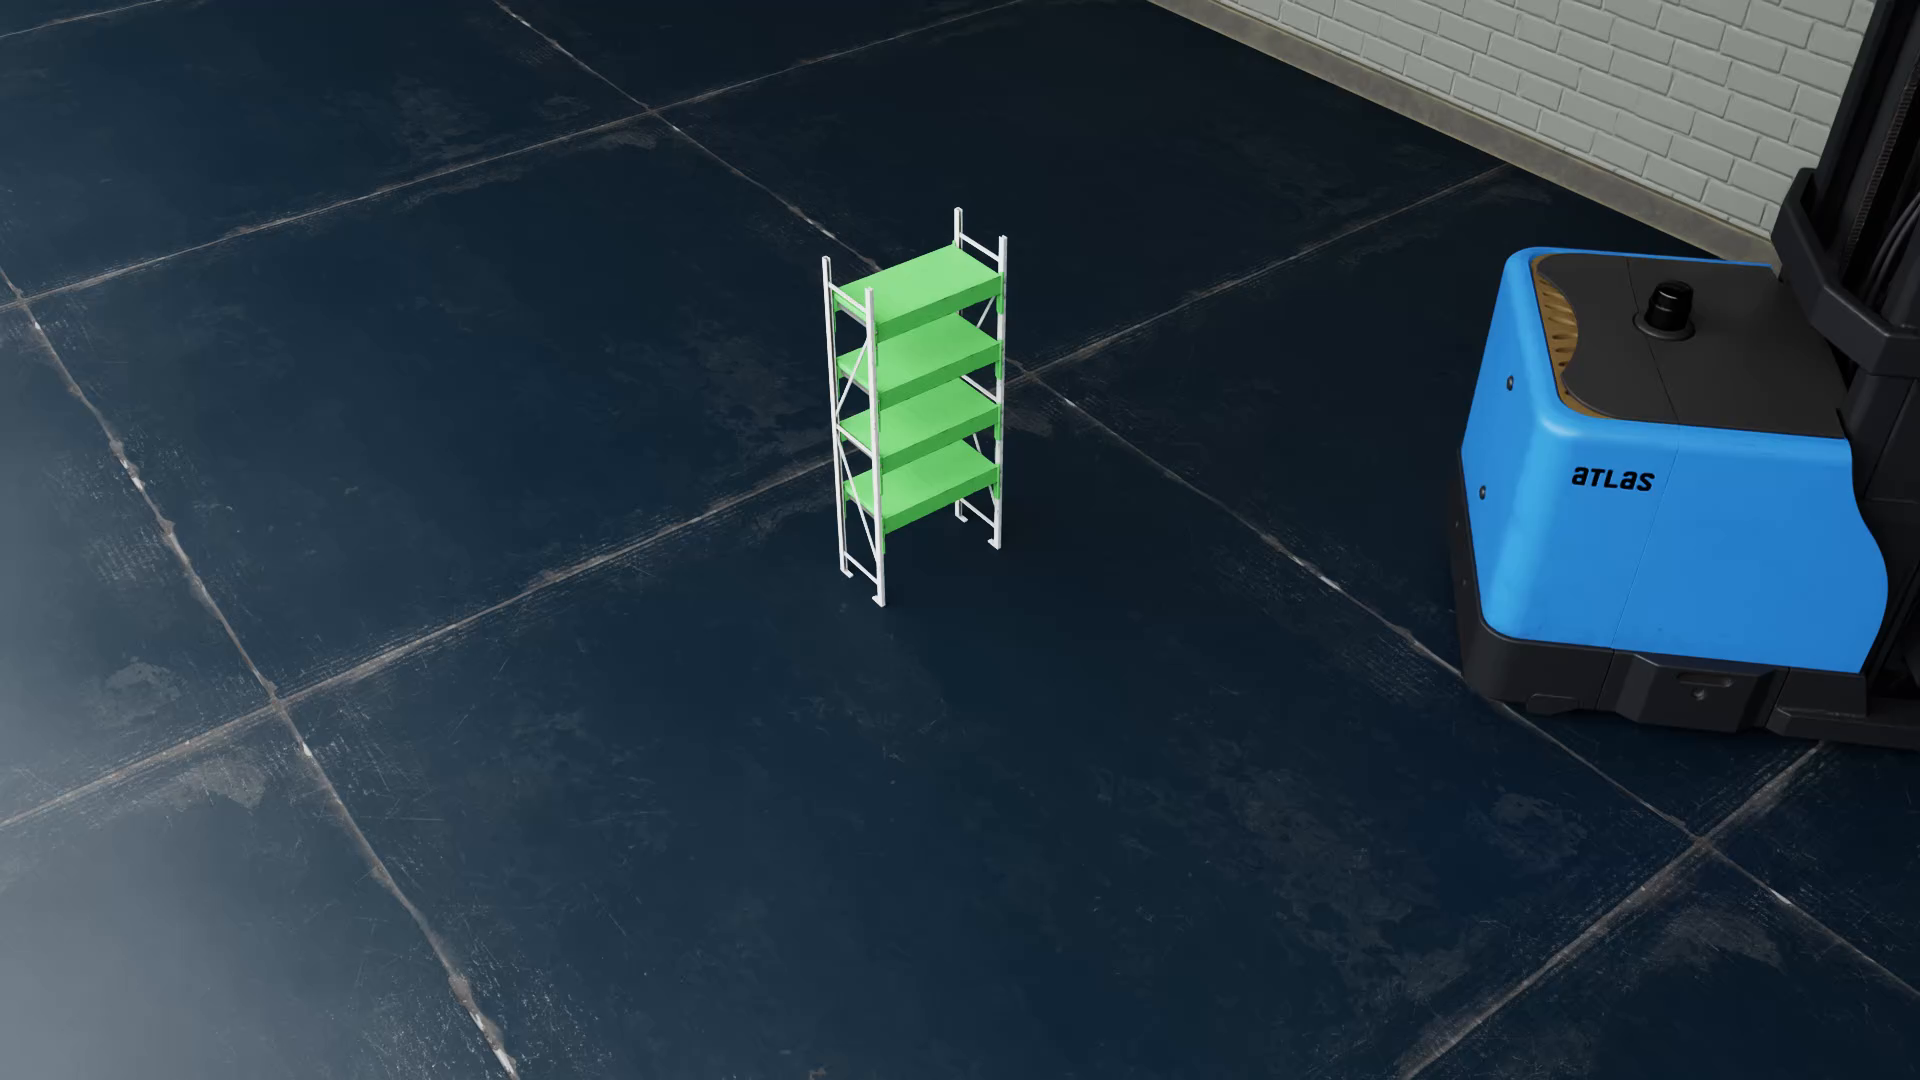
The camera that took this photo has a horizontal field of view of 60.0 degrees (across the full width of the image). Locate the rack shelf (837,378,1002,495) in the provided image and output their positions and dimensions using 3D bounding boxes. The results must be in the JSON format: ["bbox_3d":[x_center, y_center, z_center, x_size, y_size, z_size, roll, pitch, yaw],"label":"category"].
[{"bbox_3d":[-0.131,-0.351,5.332,0.480,0.148,0.258,-26,46,-28],"label":"rack shelf"}]

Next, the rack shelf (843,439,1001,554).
[{"bbox_3d":[-0.131,-0.165,5.484,0.480,0.148,0.258,-26,46,-28],"label":"rack shelf"}]

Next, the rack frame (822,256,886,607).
[{"bbox_3d":[-0.325,-0.306,5.177,0.015,1.200,0.240,-26,46,-28],"label":"rack frame"}]

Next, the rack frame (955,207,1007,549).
[{"bbox_3d":[0.062,-0.494,5.406,0.015,1.200,0.240,-26,46,-28],"label":"rack frame"}]

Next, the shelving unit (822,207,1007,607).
[{"bbox_3d":[-0.131,-0.400,5.291,0.503,1.200,0.258,-26,46,-28],"label":"shelving unit"}]

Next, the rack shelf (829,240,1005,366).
[{"bbox_3d":[-0.131,-0.722,5.028,0.480,0.148,0.258,-26,46,-28],"label":"rack shelf"}]

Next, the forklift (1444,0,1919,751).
[{"bbox_3d":[3.116,-0.784,4.395,3.031,2.935,1.130,6,40,7],"label":"forklift"}]

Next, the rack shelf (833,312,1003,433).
[{"bbox_3d":[-0.131,-0.536,5.180,0.480,0.148,0.258,-26,46,-28],"label":"rack shelf"}]
